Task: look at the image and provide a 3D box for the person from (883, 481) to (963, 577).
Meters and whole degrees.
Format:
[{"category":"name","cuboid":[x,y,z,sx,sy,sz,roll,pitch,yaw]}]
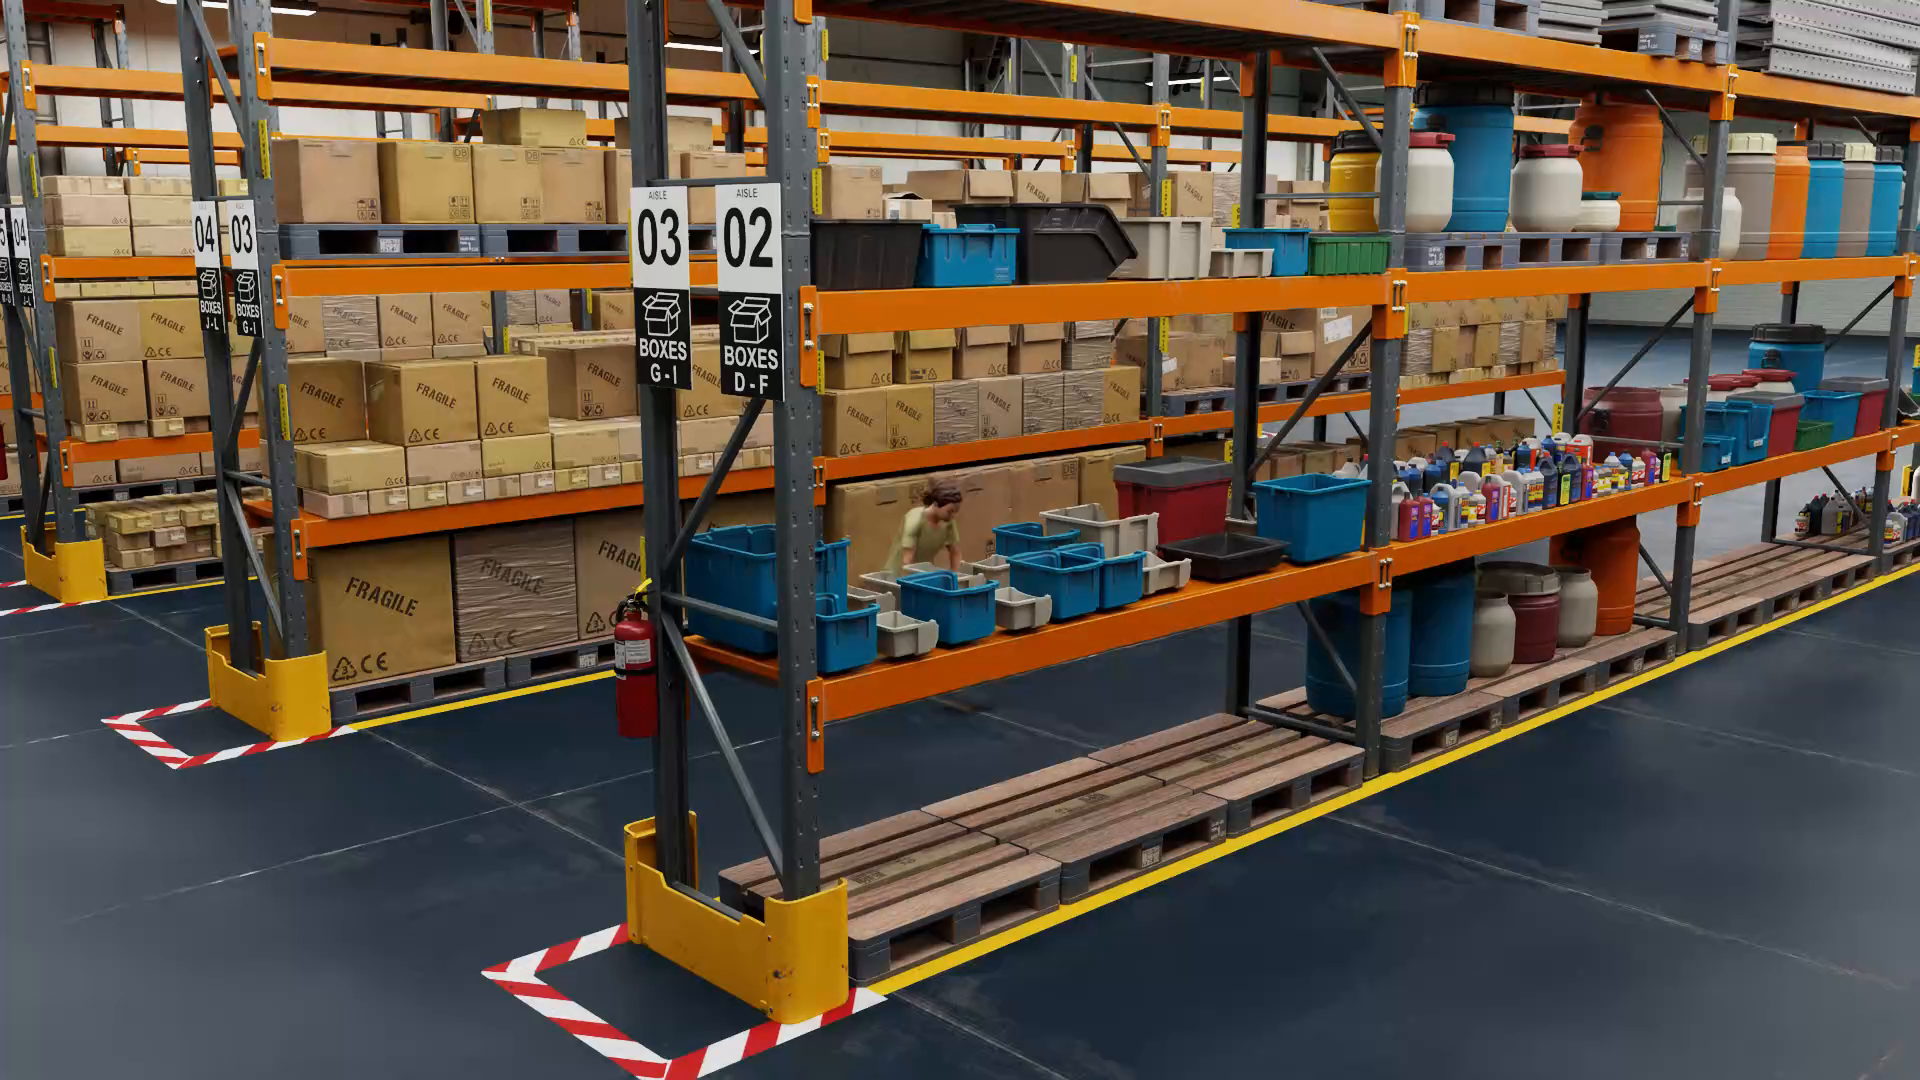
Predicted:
[{"category":"person","cuboid":[-0.213,0.306,10.941,0.507,1.444,0.595,-10,14,-42]}]
